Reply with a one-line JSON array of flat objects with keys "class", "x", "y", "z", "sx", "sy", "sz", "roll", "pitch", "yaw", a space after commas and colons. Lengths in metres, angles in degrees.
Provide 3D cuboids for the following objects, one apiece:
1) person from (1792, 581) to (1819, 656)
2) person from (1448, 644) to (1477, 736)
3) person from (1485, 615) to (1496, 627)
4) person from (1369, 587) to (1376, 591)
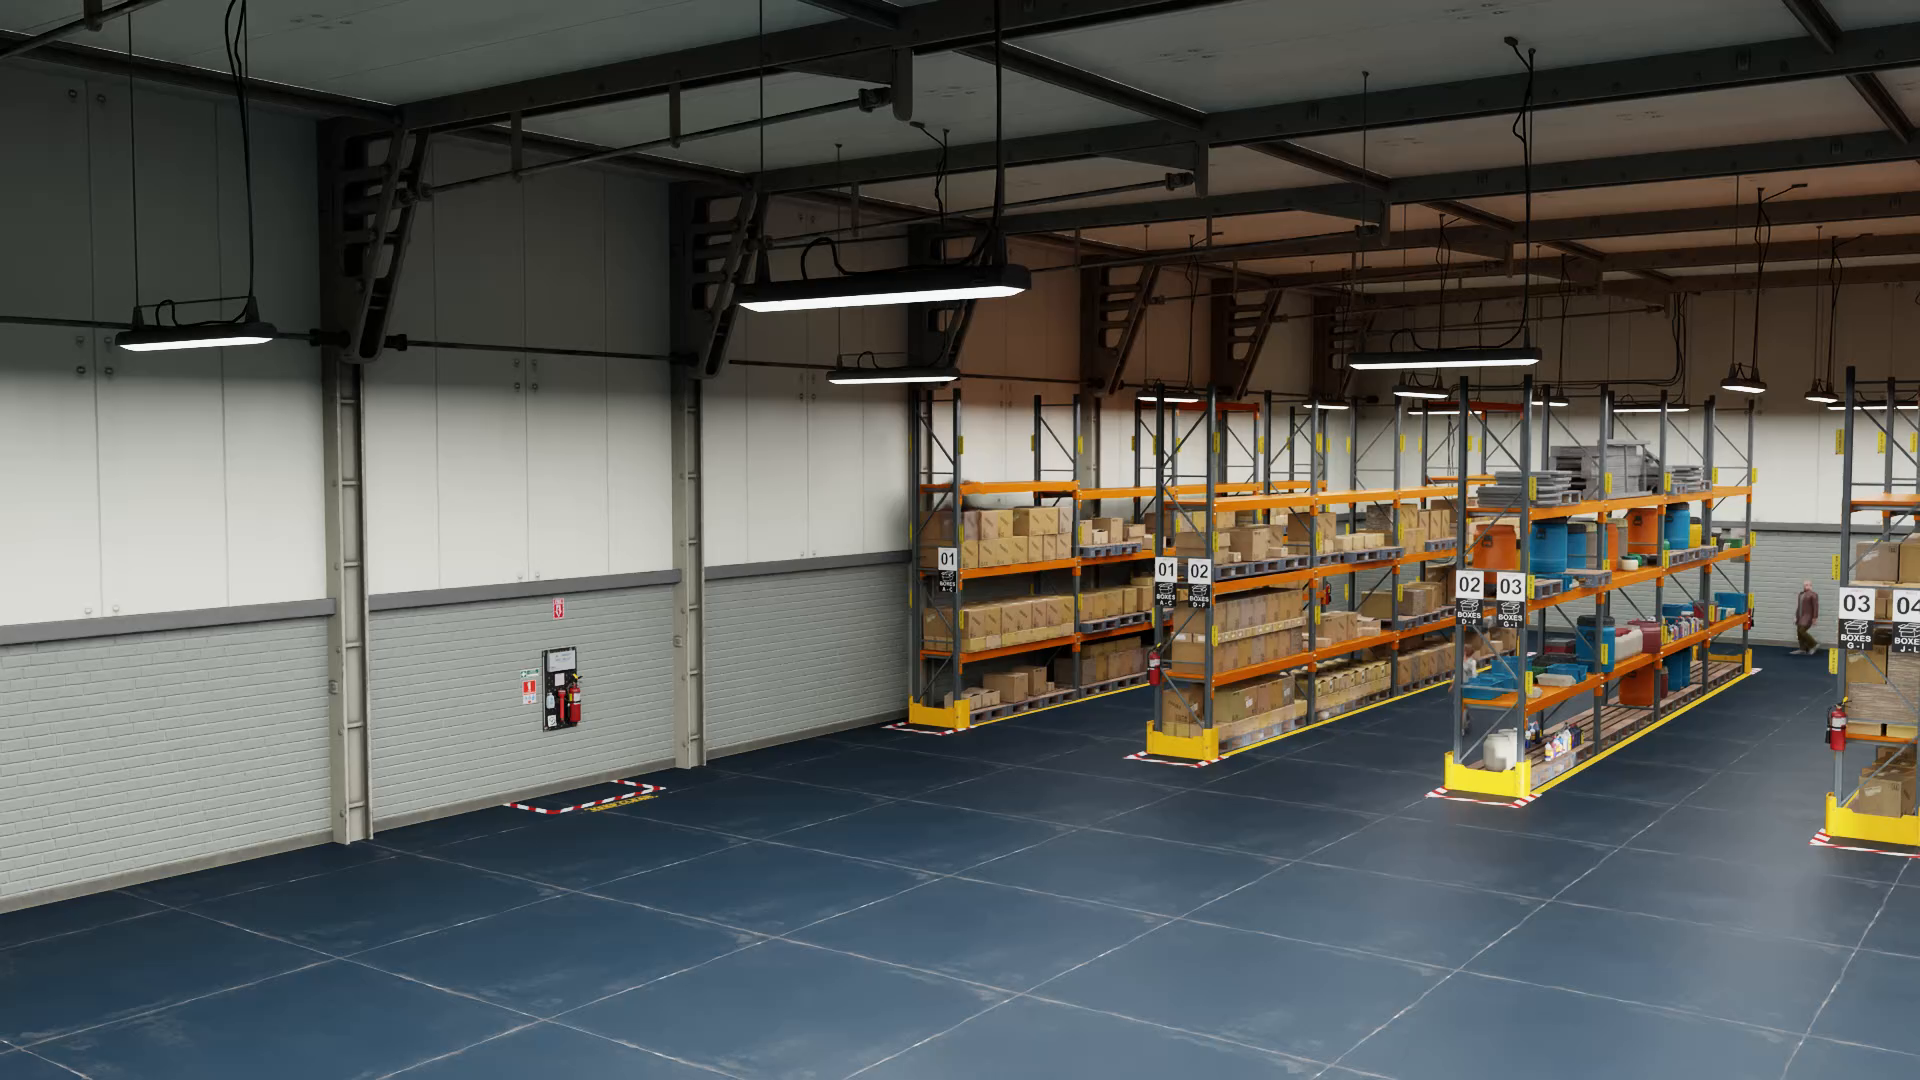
[{"class": "person", "x": 20.091, "y": 1.852, "z": 39.520, "sx": 0.537, "sy": 1.782, "sz": 0.567, "roll": 0, "pitch": 3, "yaw": -3}, {"class": "person", "x": 8.755, "y": 2.573, "z": 28.849, "sx": 0.505, "sy": 1.553, "sz": 0.823, "roll": 2, "pitch": 4, "yaw": 33}, {"class": "person", "x": 13.325, "y": 1.748, "z": 41.401, "sx": 0.603, "sy": 1.787, "sz": 0.557, "roll": 1, "pitch": 3, "yaw": 17}, {"class": "person", "x": 9.803, "y": 1.939, "z": 39.445, "sx": 0.544, "sy": 1.653, "sz": 0.445, "roll": -2, "pitch": 4, "yaw": -26}]
